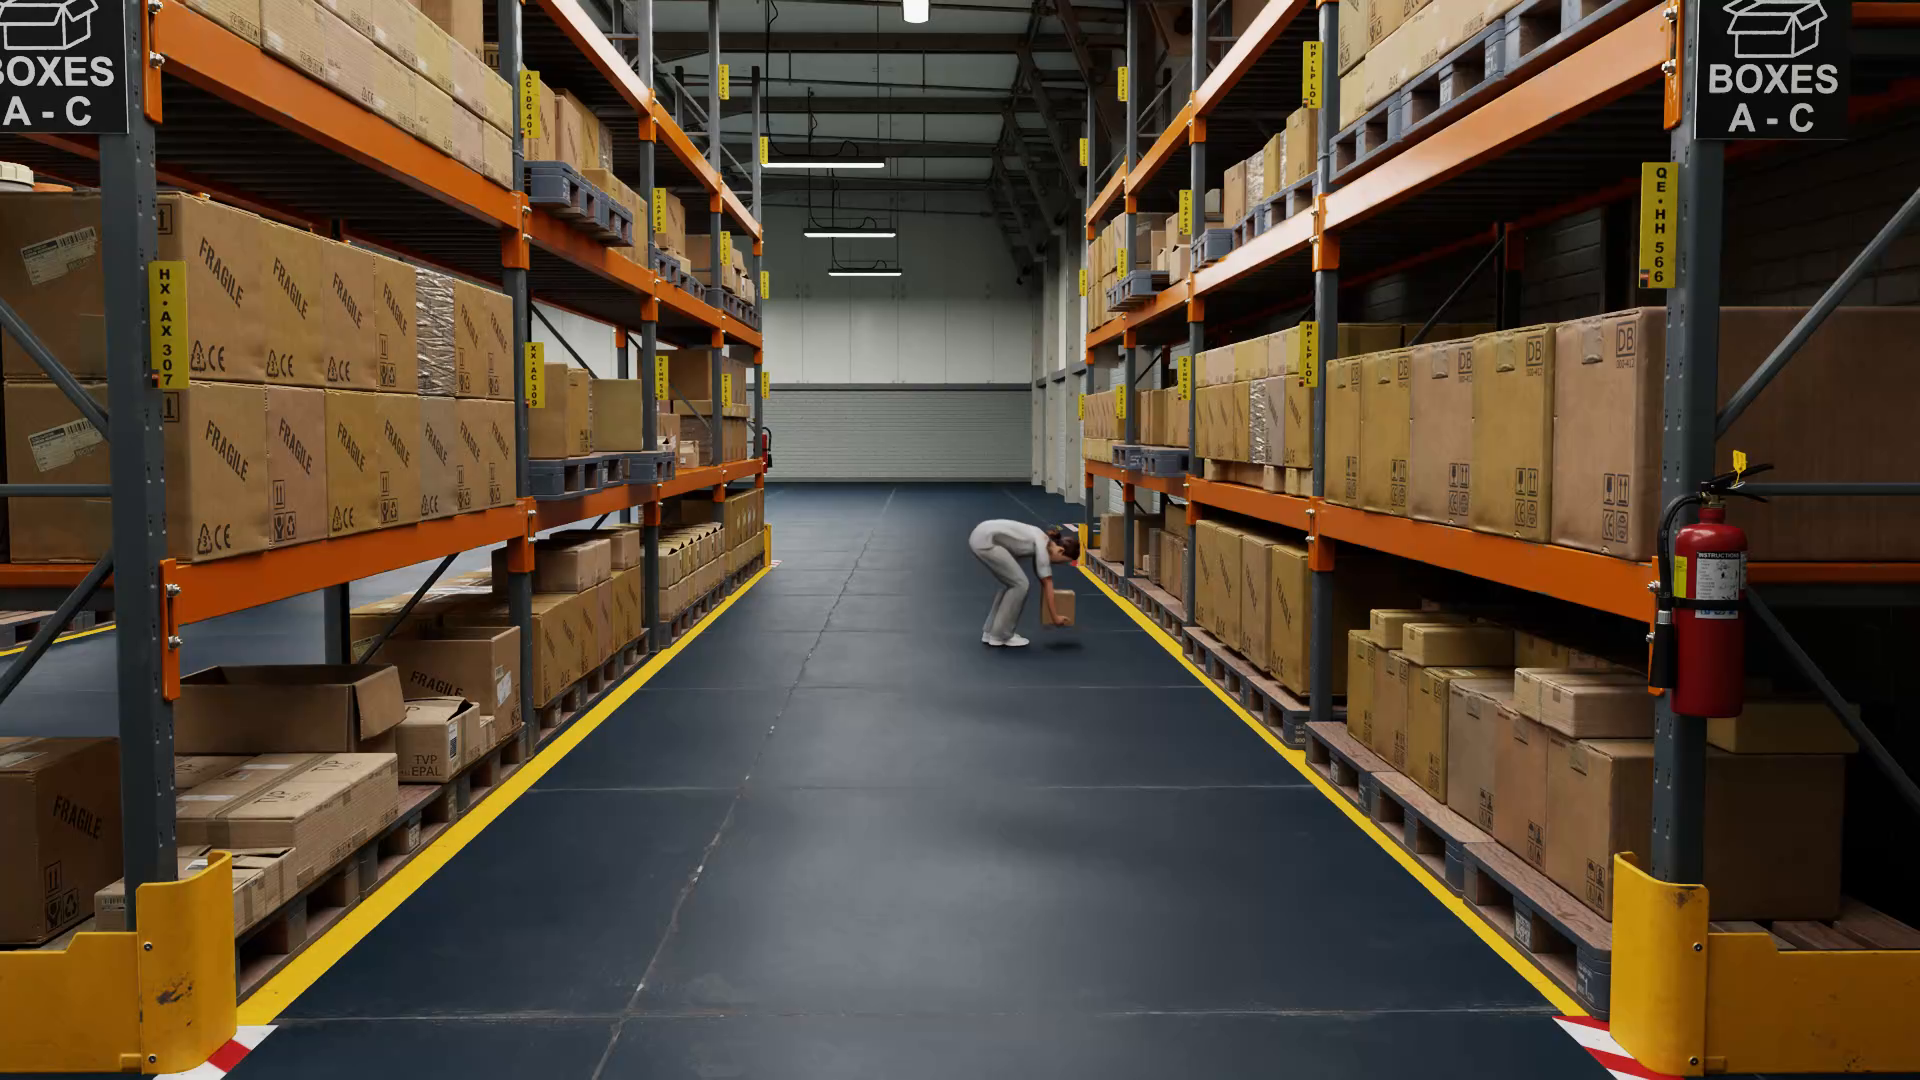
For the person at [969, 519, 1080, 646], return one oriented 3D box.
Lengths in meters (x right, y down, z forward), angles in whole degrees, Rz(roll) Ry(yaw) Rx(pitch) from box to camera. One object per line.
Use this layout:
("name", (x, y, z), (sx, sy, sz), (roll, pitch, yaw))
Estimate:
("person", (0.501, 0.324, 12.866), (0.860, 0.974, 0.448), (0, 4, -4))
